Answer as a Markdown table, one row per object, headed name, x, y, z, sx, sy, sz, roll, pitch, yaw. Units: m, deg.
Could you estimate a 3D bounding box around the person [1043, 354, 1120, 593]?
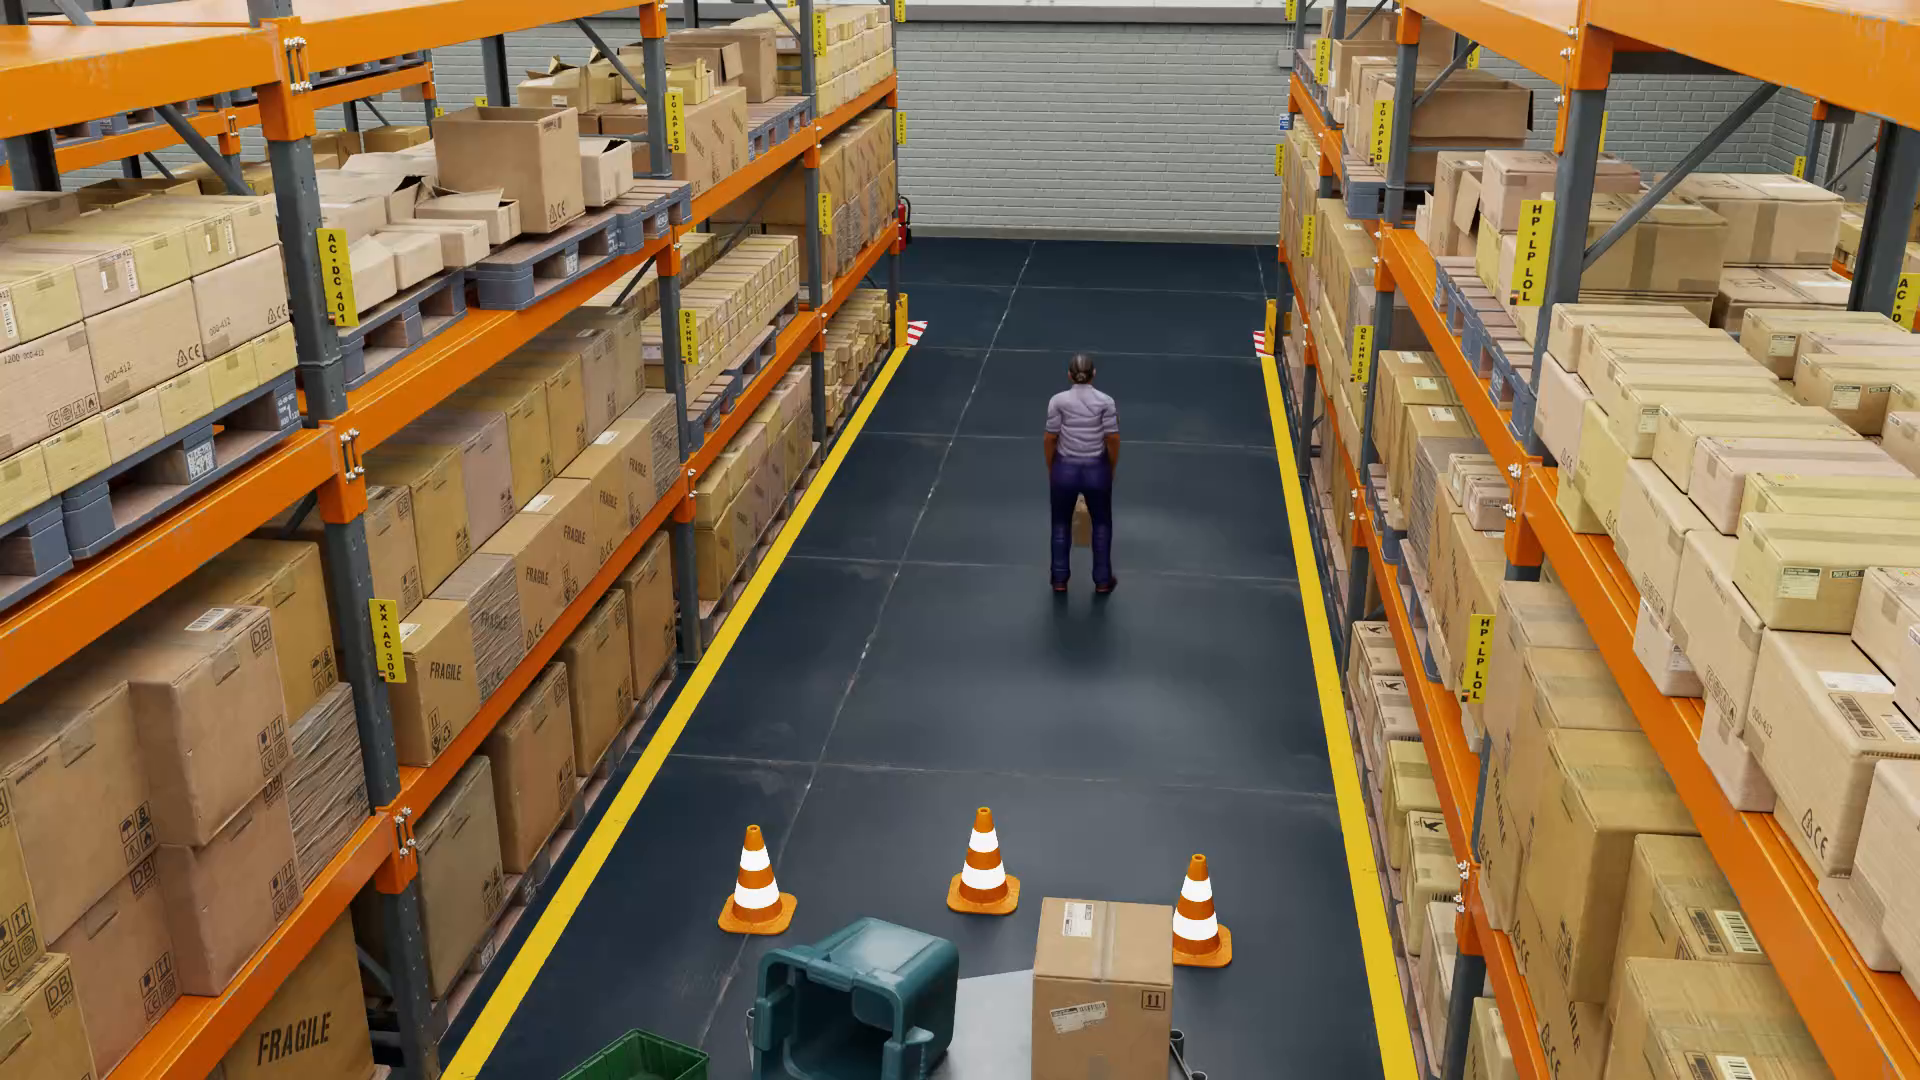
| name | x | y | z | sx | sy | sz | roll | pitch | yaw |
| --- | --- | --- | --- | --- | --- | --- | --- | --- | --- |
| person | 0.824 | -0.440 | 11.218 | 0.530 | 1.654 | 0.372 | 2 | 21 | 5 |
